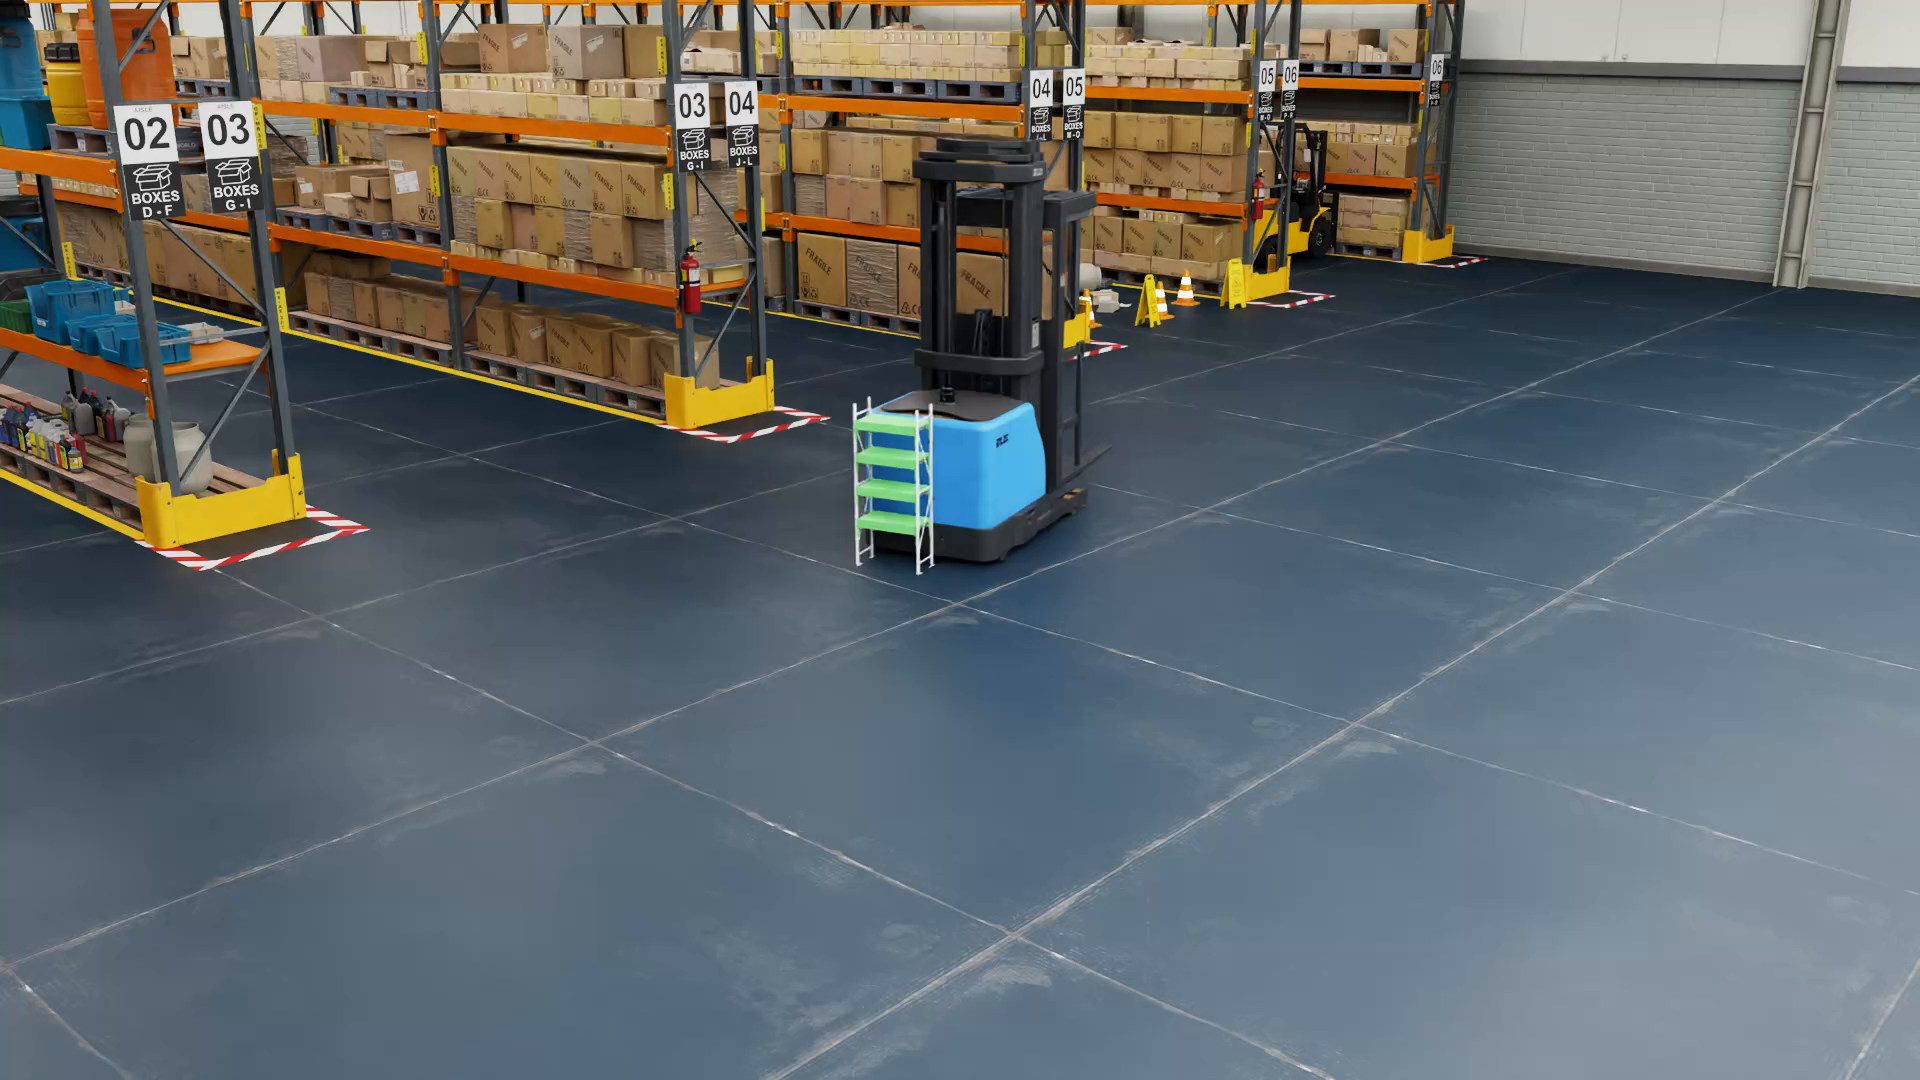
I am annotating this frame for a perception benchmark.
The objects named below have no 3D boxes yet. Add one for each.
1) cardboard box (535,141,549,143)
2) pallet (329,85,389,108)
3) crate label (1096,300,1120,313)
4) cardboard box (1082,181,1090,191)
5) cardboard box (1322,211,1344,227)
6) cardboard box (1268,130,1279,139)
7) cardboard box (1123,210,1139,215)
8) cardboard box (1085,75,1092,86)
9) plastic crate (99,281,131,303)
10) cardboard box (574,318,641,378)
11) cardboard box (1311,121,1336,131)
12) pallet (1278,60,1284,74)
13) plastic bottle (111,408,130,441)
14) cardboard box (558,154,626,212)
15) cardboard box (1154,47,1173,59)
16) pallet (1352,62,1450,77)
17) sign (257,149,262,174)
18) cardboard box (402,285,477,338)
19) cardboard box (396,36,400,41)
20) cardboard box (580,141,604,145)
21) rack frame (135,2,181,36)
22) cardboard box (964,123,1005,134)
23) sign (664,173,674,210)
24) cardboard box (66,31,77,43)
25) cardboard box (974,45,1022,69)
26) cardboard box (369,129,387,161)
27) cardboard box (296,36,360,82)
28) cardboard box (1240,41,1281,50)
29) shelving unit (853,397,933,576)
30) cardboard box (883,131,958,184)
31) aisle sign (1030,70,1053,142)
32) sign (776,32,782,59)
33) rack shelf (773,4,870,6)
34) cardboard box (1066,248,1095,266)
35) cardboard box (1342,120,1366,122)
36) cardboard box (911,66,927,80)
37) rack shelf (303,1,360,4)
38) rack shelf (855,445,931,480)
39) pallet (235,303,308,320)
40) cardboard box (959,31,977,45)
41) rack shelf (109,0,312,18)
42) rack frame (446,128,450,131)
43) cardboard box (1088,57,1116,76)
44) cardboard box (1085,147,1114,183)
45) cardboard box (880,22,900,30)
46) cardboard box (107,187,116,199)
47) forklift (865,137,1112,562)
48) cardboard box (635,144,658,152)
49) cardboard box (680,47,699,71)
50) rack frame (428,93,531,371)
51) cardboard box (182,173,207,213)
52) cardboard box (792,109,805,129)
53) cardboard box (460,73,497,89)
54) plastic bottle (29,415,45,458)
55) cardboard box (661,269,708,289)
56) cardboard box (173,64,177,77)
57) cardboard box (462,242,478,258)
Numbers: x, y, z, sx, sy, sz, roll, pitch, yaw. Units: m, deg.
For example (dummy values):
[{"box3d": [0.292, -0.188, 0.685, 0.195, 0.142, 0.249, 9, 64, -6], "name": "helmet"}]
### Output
[{"box3d": [-6.351, -5.910, 25.014, 0.250, 0.149, 0.380, 15, 23, 39], "name": "cardboard box"}, {"box3d": [-6.464, -5.136, 19.189, 1.003, 0.211, 1.213, 15, 23, 39], "name": "pallet"}, {"box3d": [1.985, -3.134, 22.261, 0.298, 0.136, 0.250, 4, 18, 11], "name": "crate label"}, {"box3d": [1.909, -5.284, 24.719, 0.250, 0.149, 0.380, 16, 24, 41], "name": "cardboard box"}, {"box3d": [6.227, -5.360, 27.568, 0.500, 0.250, 0.500, 14, 23, 38], "name": "cardboard box"}, {"box3d": [5.377, -6.823, 27.914, 0.250, 0.149, 0.380, 15, 23, 39], "name": "cardboard box"}, {"box3d": [2.667, -4.668, 24.973, 0.500, 0.500, 0.500, 17, 24, 42], "name": "cardboard box"}, {"box3d": [1.931, -6.725, 24.301, 0.250, 0.149, 0.380, 16, 24, 41], "name": "cardboard box"}, {"box3d": [-7.575, -2.088, 14.479, 0.616, 0.251, 0.499, 15, 23, 39], "name": "plastic crate"}, {"box3d": [-3.685, -2.018, 17.449, 0.500, 0.500, 0.500, -16, 23, -41], "name": "cardboard box"}, {"box3d": [6.007, -6.833, 27.454, 0.250, 0.149, 0.380, 15, 23, 40], "name": "cardboard box"}, {"box3d": [5.230, -8.029, 28.139, 1.213, 0.211, 1.003, 15, 23, 39], "name": "pallet"}, {"box3d": [-7.406, -1.031, 14.675, 0.135, 0.276, 0.152, 16, 23, 40], "name": "plastic bottle"}, {"box3d": [-3.629, -3.558, 16.554, 0.500, 0.500, 0.500, 15, 23, 39], "name": "cardboard box"}, {"box3d": [2.943, -6.850, 23.376, 0.250, 0.149, 0.380, 14, 22, 38], "name": "cardboard box"}, {"box3d": [7.055, -7.539, 26.595, 1.213, 0.211, 1.003, 15, 23, 39], "name": "pallet"}, {"box3d": [-8.653, -4.669, 20.452, 0.005, 0.325, 0.100, 15, 23, 39], "name": "sign"}, {"box3d": [-6.085, -2.687, 19.525, 0.500, 0.500, 0.700, 15, 23, 39], "name": "cardboard box"}, {"box3d": [-9.112, -8.144, 27.117, 0.250, 0.149, 0.380, 14, 22, 37], "name": "cardboard box"}, {"box3d": [-5.520, -5.950, 25.138, 0.250, 0.149, 0.380, 15, 23, 39], "name": "cardboard box"}, {"box3d": [-11.279, -7.906, 22.648, 0.127, 3.000, 1.000, 15, 23, 39], "name": "rack frame"}, {"box3d": [0.413, -6.212, 25.877, 0.500, 0.500, 0.500, 15, 23, 40], "name": "cardboard box"}, {"box3d": [-2.687, -3.218, 15.358, 0.005, 0.325, 0.100, 15, 23, 39], "name": "sign"}, {"box3d": [-12.304, -7.025, 23.804, 0.500, 0.500, 0.700, 17, 24, 42], "name": "cardboard box"}, {"box3d": [0.513, -5.522, 18.991, 0.500, 0.250, 0.500, 15, 23, 40], "name": "cardboard box"}, {"box3d": [-9.590, -6.685, 28.060, 0.500, 0.500, 0.500, 14, 23, 38], "name": "cardboard box"}, {"box3d": [-7.349, -5.605, 19.363, 0.500, 0.500, 0.500, 14, 22, 38], "name": "cardboard box"}, {"box3d": [5.035, -8.219, 27.881, 0.500, 0.311, 0.500, 16, 23, 40], "name": "cardboard box"}, {"box3d": [-0.472, -0.383, 11.835, 0.503, 1.200, 0.258, 8, 19, 24], "name": "shelving unit"}, {"box3d": [-0.472, -4.719, 20.488, 0.500, 0.550, 0.875, 15, 23, 39], "name": "cardboard box"}, {"box3d": [0.918, -4.896, 18.784, 0.004, 0.787, 0.394, 15, 23, 39], "name": "aisle sign"}, {"box3d": [-2.281, -6.244, 20.994, 0.005, 0.325, 0.100, 15, 23, 39], "name": "sign"}, {"box3d": [-2.905, -11.329, 34.629, 4.000, 0.370, 1.077, 15, 23, 39], "name": "rack shelf"}, {"box3d": [1.951, -4.288, 25.016, 0.500, 0.250, 0.500, 17, 24, 42], "name": "cardboard box"}, {"box3d": [6.557, -6.903, 27.675, 0.250, 0.149, 0.380, 14, 23, 38], "name": "cardboard box"}, {"box3d": [-0.359, -5.542, 19.714, 0.250, 0.149, 0.380, 15, 23, 40], "name": "cardboard box"}, {"box3d": [-9.407, -9.065, 27.495, 4.000, 0.370, 1.077, 15, 23, 39], "name": "rack shelf"}, {"box3d": [-0.472, -0.551, 11.781, 0.480, 0.148, 0.258, 8, 19, 24], "name": "rack shelf"}, {"box3d": [-8.827, -3.090, 21.999, 1.213, 0.211, 1.003, 15, 23, 39], "name": "pallet"}, {"box3d": [0.210, -5.770, 19.113, 0.250, 0.149, 0.380, 16, 23, 40], "name": "cardboard box"}, {"box3d": [-9.783, -6.971, 21.552, 4.000, 0.370, 1.077, 15, 23, 39], "name": "rack shelf"}, {"box3d": [-7.911, -6.149, 27.028, 0.127, 3.000, 1.000, 15, 23, 39], "name": "rack frame"}, {"box3d": [2.188, -6.828, 23.964, 0.500, 0.250, 0.500, 15, 23, 40], "name": "cardboard box"}, {"box3d": [2.184, -5.522, 24.394, 0.500, 0.500, 0.500, 15, 23, 39], "name": "cardboard box"}, {"box3d": [-1.416, -10.170, 33.120, 0.258, 0.266, 0.396, 15, 23, 39], "name": "cardboard box"}, {"box3d": [-11.918, -4.966, 23.716, 0.250, 0.149, 0.380, 16, 23, 40], "name": "cardboard box"}, {"box3d": [0.381, -1.643, 12.942, 1.130, 2.935, 3.031, 8, 19, 24], "name": "forklift"}, {"box3d": [-4.211, -5.676, 23.720, 0.500, 0.500, 0.700, 15, 23, 38], "name": "cardboard box"}, {"box3d": [-3.765, -6.582, 22.721, 0.500, 0.311, 0.500, 15, 23, 38], "name": "cardboard box"}, {"box3d": [-5.295, -3.441, 18.494, 0.127, 3.000, 1.000, 15, 23, 39], "name": "rack frame"}, {"box3d": [-9.960, -4.642, 22.114, 0.500, 0.500, 0.500, 16, 23, 40], "name": "cardboard box"}, {"box3d": [-2.659, -7.156, 28.383, 0.500, 0.500, 0.500, 16, 23, 40], "name": "cardboard box"}, {"box3d": [-5.013, -4.816, 17.458, 0.250, 0.149, 0.380, 14, 22, 37], "name": "cardboard box"}, {"box3d": [-7.796, -0.888, 14.103, 0.185, 0.351, 0.144, 15, 23, 39], "name": "plastic bottle"}, {"box3d": [-2.654, -2.528, 16.035, 0.250, 0.149, 0.380, 15, 23, 39], "name": "cardboard box"}, {"box3d": [-10.265, -6.224, 22.027, 0.250, 0.149, 0.380, 14, 22, 37], "name": "cardboard box"}, {"box3d": [-5.156, -3.157, 18.014, 0.250, 0.149, 0.380, 15, 23, 39], "name": "cardboard box"}]
